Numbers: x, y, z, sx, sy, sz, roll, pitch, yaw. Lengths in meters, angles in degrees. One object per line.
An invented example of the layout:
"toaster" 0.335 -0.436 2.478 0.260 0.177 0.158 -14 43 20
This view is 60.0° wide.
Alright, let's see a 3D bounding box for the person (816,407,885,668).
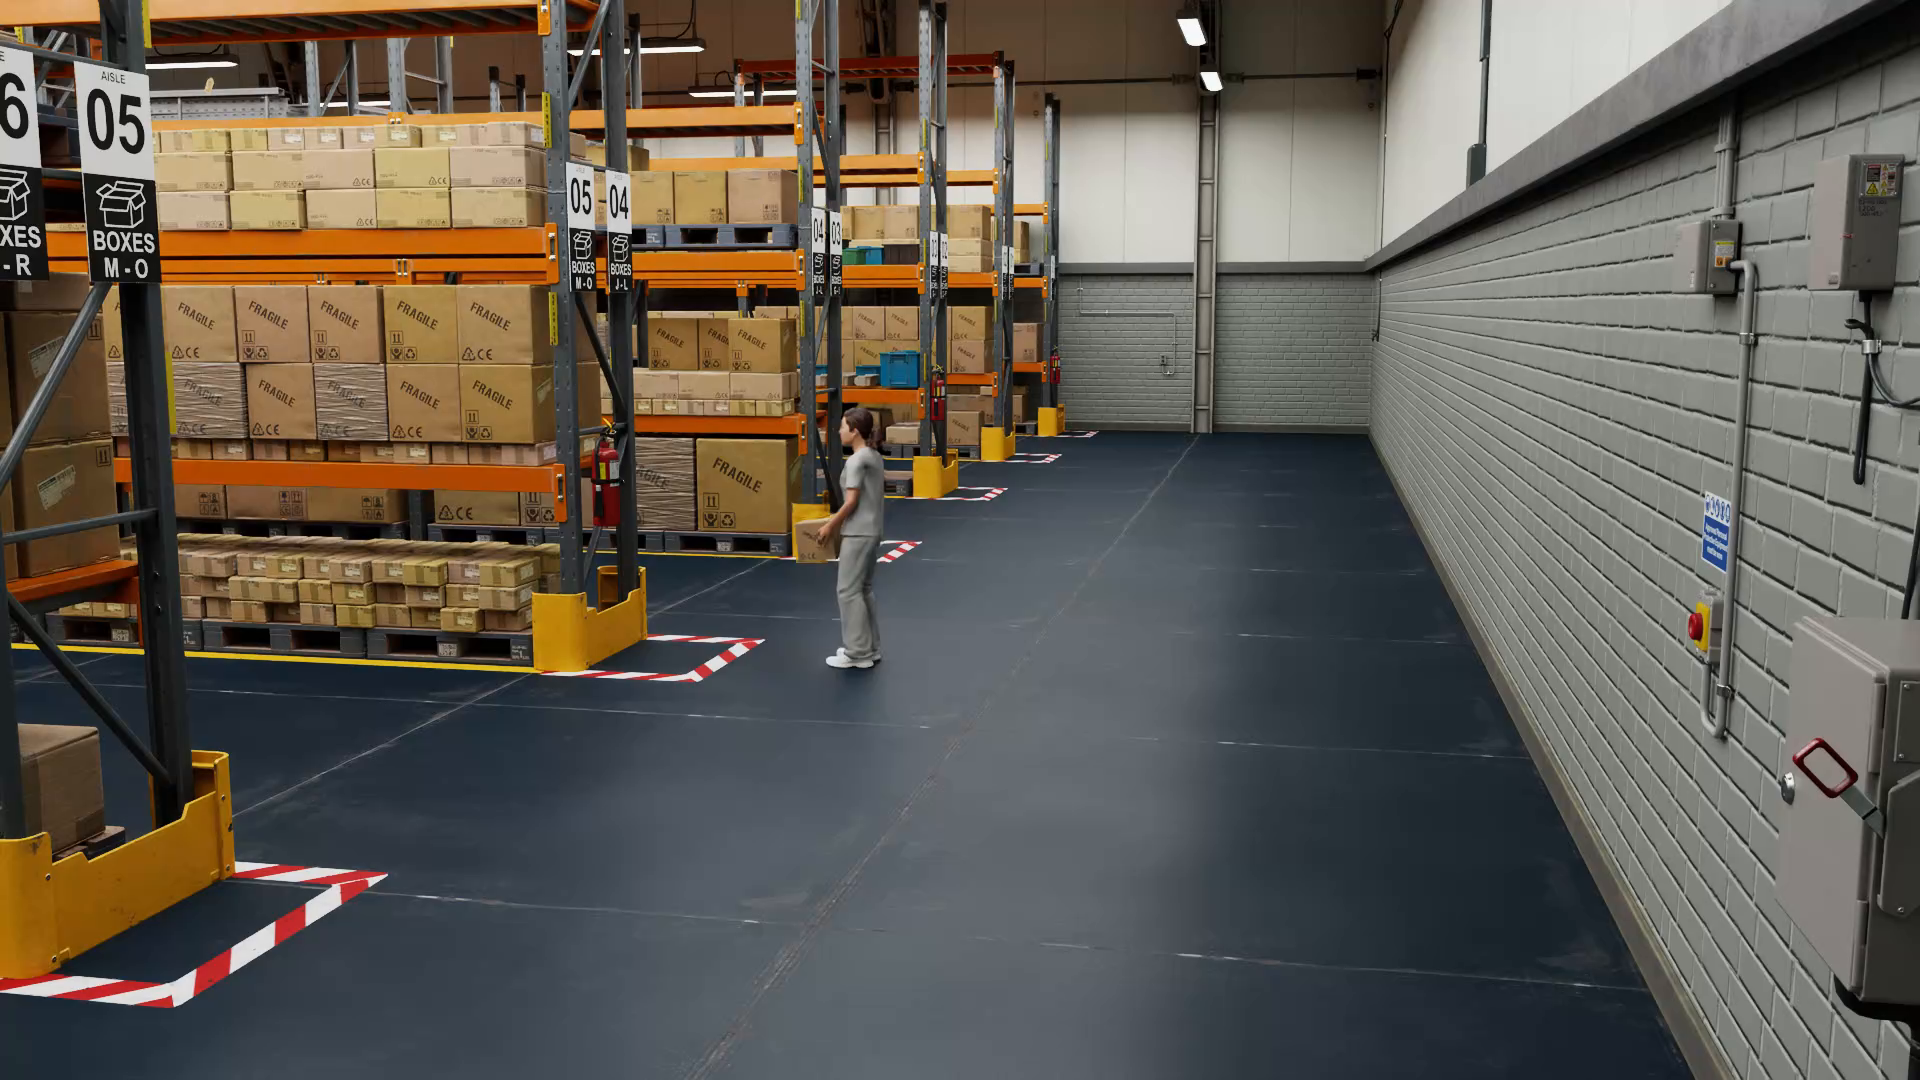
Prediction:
"person" -0.690 -0.021 10.760 0.429 1.676 0.466 1 8 10
